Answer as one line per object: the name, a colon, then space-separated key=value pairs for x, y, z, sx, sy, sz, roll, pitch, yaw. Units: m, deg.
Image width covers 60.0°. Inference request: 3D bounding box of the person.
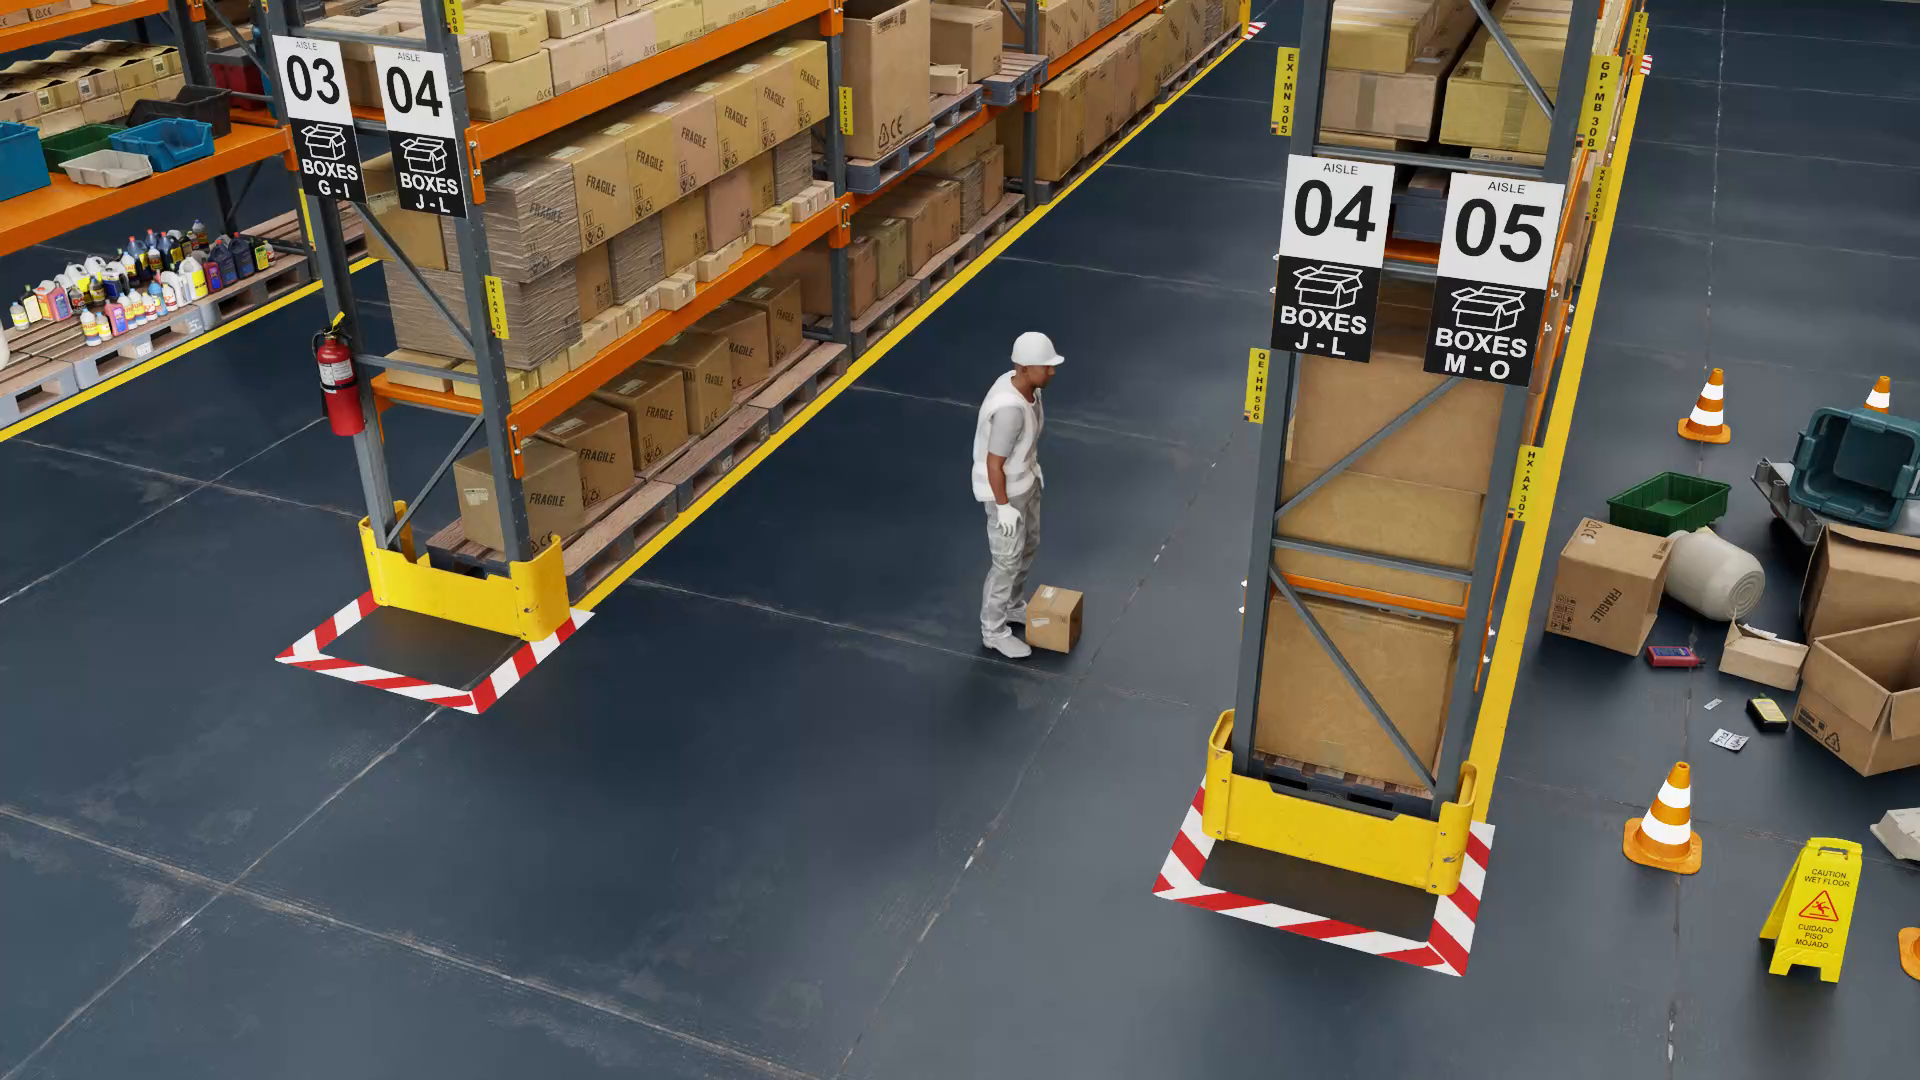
person: x=0.305 y=-0.272 z=8.874 sx=0.450 sy=1.773 sz=0.624 roll=9 pitch=31 yaw=16
